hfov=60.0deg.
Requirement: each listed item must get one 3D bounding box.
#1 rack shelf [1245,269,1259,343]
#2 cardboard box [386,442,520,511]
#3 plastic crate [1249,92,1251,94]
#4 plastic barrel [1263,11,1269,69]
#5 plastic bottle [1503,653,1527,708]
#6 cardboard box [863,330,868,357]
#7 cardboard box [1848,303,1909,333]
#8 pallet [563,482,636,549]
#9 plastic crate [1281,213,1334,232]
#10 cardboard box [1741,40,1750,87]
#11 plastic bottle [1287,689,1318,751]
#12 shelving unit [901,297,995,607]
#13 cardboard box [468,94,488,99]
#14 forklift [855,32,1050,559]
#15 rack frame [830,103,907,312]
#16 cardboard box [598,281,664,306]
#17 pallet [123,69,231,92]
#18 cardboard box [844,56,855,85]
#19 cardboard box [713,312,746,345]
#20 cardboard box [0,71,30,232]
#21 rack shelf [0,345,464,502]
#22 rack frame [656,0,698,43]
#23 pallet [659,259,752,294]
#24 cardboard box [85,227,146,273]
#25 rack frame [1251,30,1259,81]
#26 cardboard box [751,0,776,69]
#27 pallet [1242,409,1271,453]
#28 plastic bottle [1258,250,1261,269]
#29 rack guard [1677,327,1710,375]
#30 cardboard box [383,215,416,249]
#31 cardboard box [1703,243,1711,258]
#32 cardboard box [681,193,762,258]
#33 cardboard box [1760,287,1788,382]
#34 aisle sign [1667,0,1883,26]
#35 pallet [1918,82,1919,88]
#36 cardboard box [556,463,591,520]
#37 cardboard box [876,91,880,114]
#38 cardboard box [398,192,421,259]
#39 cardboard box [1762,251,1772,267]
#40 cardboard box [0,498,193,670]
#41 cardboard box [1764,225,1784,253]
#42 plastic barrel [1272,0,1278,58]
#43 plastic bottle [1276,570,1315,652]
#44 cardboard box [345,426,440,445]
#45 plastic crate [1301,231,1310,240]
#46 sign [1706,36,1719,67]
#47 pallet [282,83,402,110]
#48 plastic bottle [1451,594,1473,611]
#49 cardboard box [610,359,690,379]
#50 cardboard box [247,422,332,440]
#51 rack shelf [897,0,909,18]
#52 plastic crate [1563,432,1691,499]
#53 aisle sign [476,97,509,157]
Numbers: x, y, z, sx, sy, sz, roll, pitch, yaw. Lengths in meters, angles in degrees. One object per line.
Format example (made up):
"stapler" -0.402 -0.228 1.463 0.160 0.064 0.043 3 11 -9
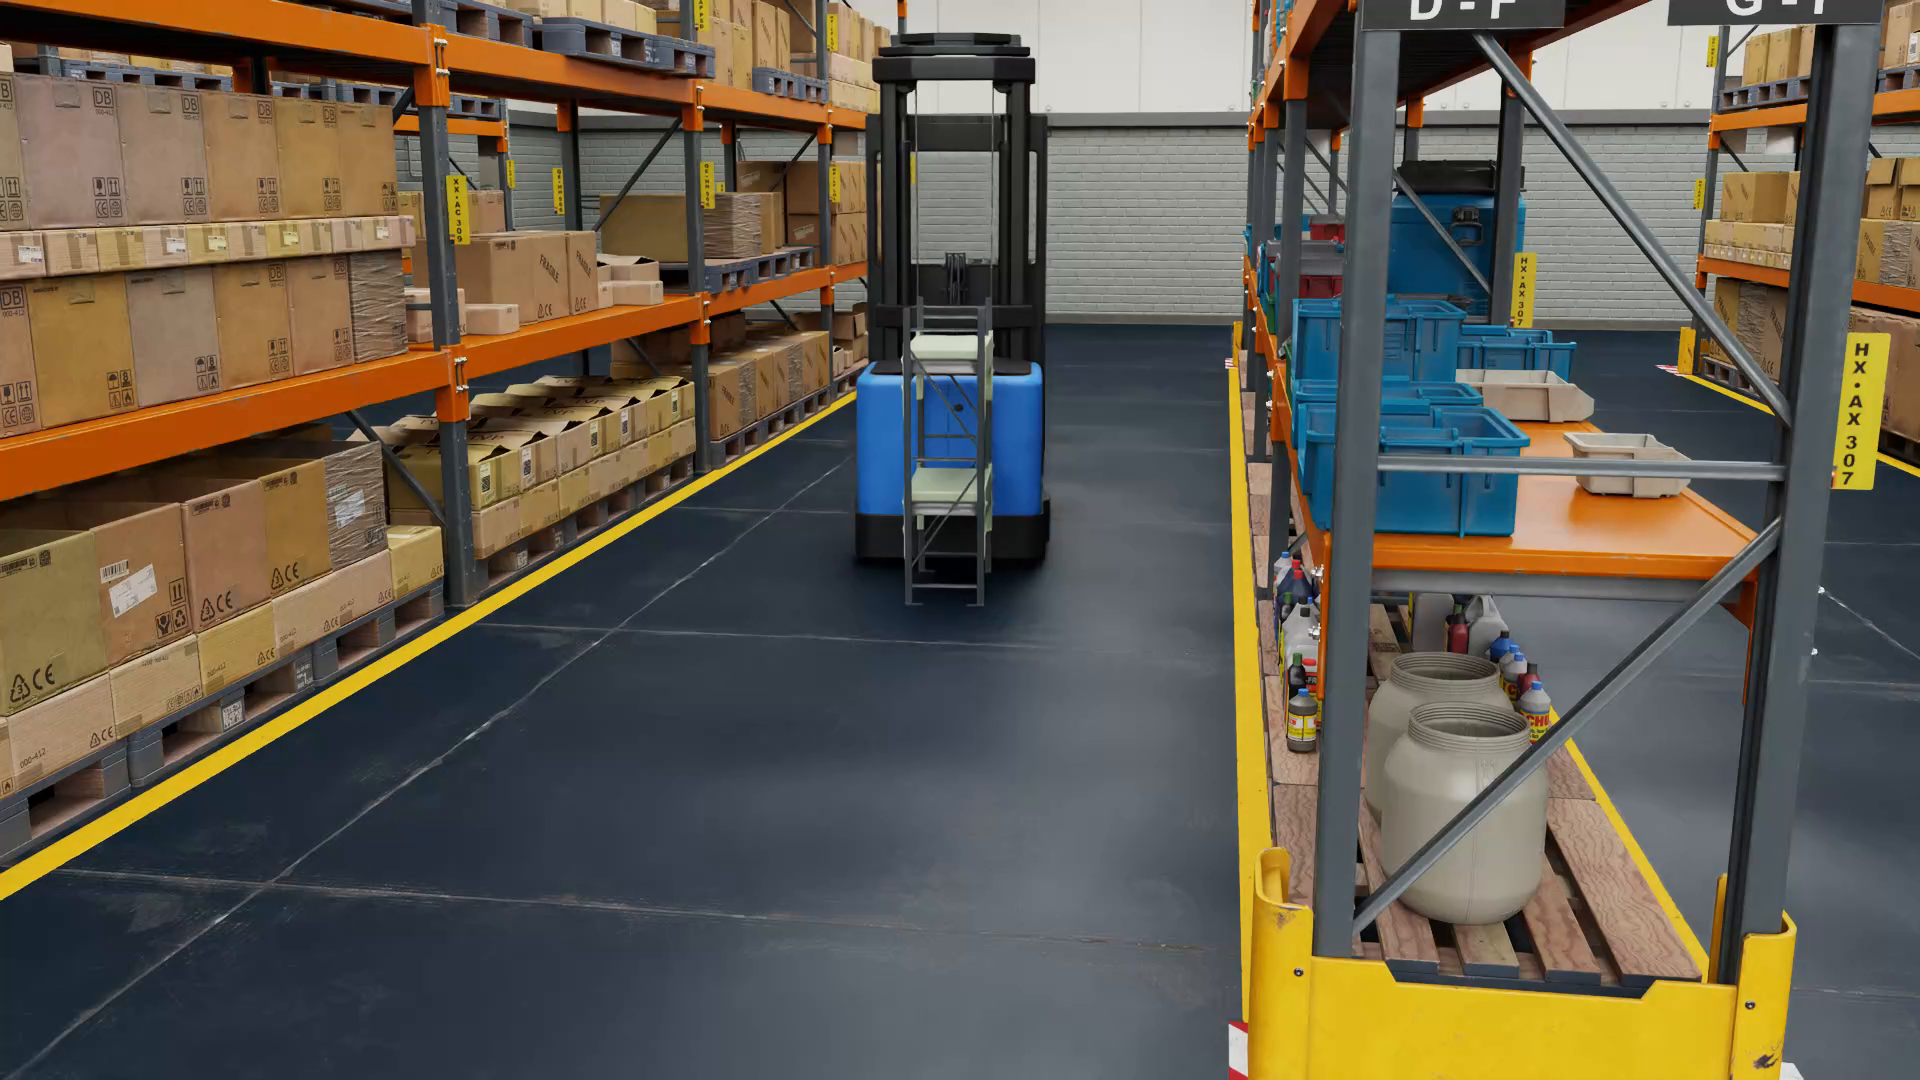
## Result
"rack shelf" 2.854 -1.880 13.303 1.077 0.370 4.000 2 12 9
"cardboard box" -2.653 -0.357 8.728 0.500 0.311 0.500 2 12 9
"plastic crate" 3.442 -4.812 18.390 0.497 0.269 0.590 2 12 9
"plastic barrel" 2.833 -4.284 14.313 0.433 0.535 0.433 0 12 0
"plastic bottle" 1.955 0.530 5.844 0.097 0.271 0.097 0 12 0
"cardboard box" -1.133 -2.195 18.539 0.500 0.250 0.500 2 12 9
"cardboard box" 7.977 -1.520 13.972 1.225 0.875 0.875 2 12 9
"pallet" -2.703 -0.190 10.373 1.003 0.211 1.213 2 12 9
"plastic crate" 3.910 -3.451 18.661 0.616 0.435 0.499 2 12 9
"cardboard box" 8.644 -4.979 17.386 0.700 0.500 0.500 1 12 5
"plastic bottle" 1.165 0.607 5.656 0.097 0.201 0.097 0 12 0
"shelving unit" -0.054 -0.478 8.636 0.431 1.500 0.755 1 13 4
"cardboard box" -5.863 -5.287 19.410 0.500 0.250 0.500 2 12 10
"forklift" -0.012 -1.582 10.375 1.130 2.935 3.031 0 12 2
"rack frame" -1.117 -3.642 19.771 1.000 3.000 0.127 2 12 9
"cardboard box" -2.213 -1.657 11.159 0.380 0.149 0.250 2 12 9
"pallet" -7.027 -3.879 14.199 1.003 0.211 1.213 2 12 11
"cardboard box" -1.337 -4.644 16.470 0.500 0.250 0.500 2 12 9
"cardboard box" -2.201 -1.868 14.648 0.500 0.250 0.500 2 12 9
"cardboard box" -3.410 -1.211 5.178 0.700 0.500 0.500 2 12 7
"rack shelf" -3.270 -0.376 6.324 1.077 0.370 4.000 2 12 9
"rack frame" -2.348 -4.909 11.411 1.000 3.000 0.127 2 12 9
"pallet" -2.313 -2.026 12.729 1.213 0.211 1.003 2 12 9
"cardboard box" -3.109 -1.020 5.828 0.380 0.149 0.250 2 12 8
"rack frame" 3.777 -6.413 18.390 1.000 3.000 0.127 2 12 9
"cardboard box" -1.963 -4.336 14.401 0.600 0.600 0.600 2 12 8
"pallet" 2.816 -0.870 13.532 1.003 0.211 1.213 2 12 9
"plastic bottle" 2.571 -2.310 13.888 0.152 0.276 0.135 2 12 9
"rack guard" 8.674 -2.103 18.564 1.175 0.500 0.348 2 12 9
"cardboard box" -2.793 -1.446 7.806 0.380 0.149 0.250 2 12 9
"cardboard box" 8.290 -3.134 18.011 0.380 0.149 0.250 2 12 9
"cardboard box" -2.033 -2.549 13.468 0.700 0.500 0.500 4 13 19
"cardboard box" 8.374 -1.976 16.088 0.875 0.875 0.875 2 12 9
"aisle sign" 1.594 -1.396 3.180 0.394 0.787 0.004 2 12 9
"pallet" 7.656 -3.397 11.965 1.003 0.211 1.213 2 12 11
"cardboard box" -2.499 -0.295 9.772 0.500 0.250 0.500 1 12 7
"cardboard box" -1.087 -4.711 17.968 0.500 0.250 0.500 2 12 9
"cardboard box" -6.410 -3.379 17.842 0.980 0.700 0.700 2 12 7
"cardboard box" 7.976 -2.706 16.026 0.380 0.149 0.250 2 12 8
"cardboard box" -3.136 0.148 5.935 0.500 0.500 0.500 2 12 9
"cardboard box" 8.020 -2.874 15.858 0.500 0.250 0.500 2 12 10
"plastic barrel" 2.105 -3.191 9.541 0.600 0.830 0.708 2 12 9
"plastic bottle" 1.368 0.291 6.764 0.144 0.351 0.185 1 12 6
"cardboard box" -3.110 -0.481 9.304 0.500 0.311 0.500 2 12 10
"plastic crate" 3.578 -2.931 16.612 0.437 0.282 0.530 2 12 9
"sign" 8.123 -5.271 17.951 0.100 0.325 0.005 2 12 9
"pallet" -6.492 -4.562 17.130 1.003 0.211 1.213 2 12 9
"plastic bottle" 2.087 0.281 6.813 0.144 0.351 0.185 1 12 6
"cardboard box" -2.436 -1.172 13.199 0.500 0.500 0.500 2 12 11
"cardboard box" -3.343 -0.285 7.945 0.500 0.500 0.500 2 12 9
"rack shelf" -1.425 -5.805 17.283 1.077 0.370 4.000 2 12 9
"plastic crate" 1.771 -0.197 4.411 0.298 0.136 0.250 2 12 9
"aisle sign" -5.705 -5.077 20.262 0.394 0.787 0.004 2 12 9
